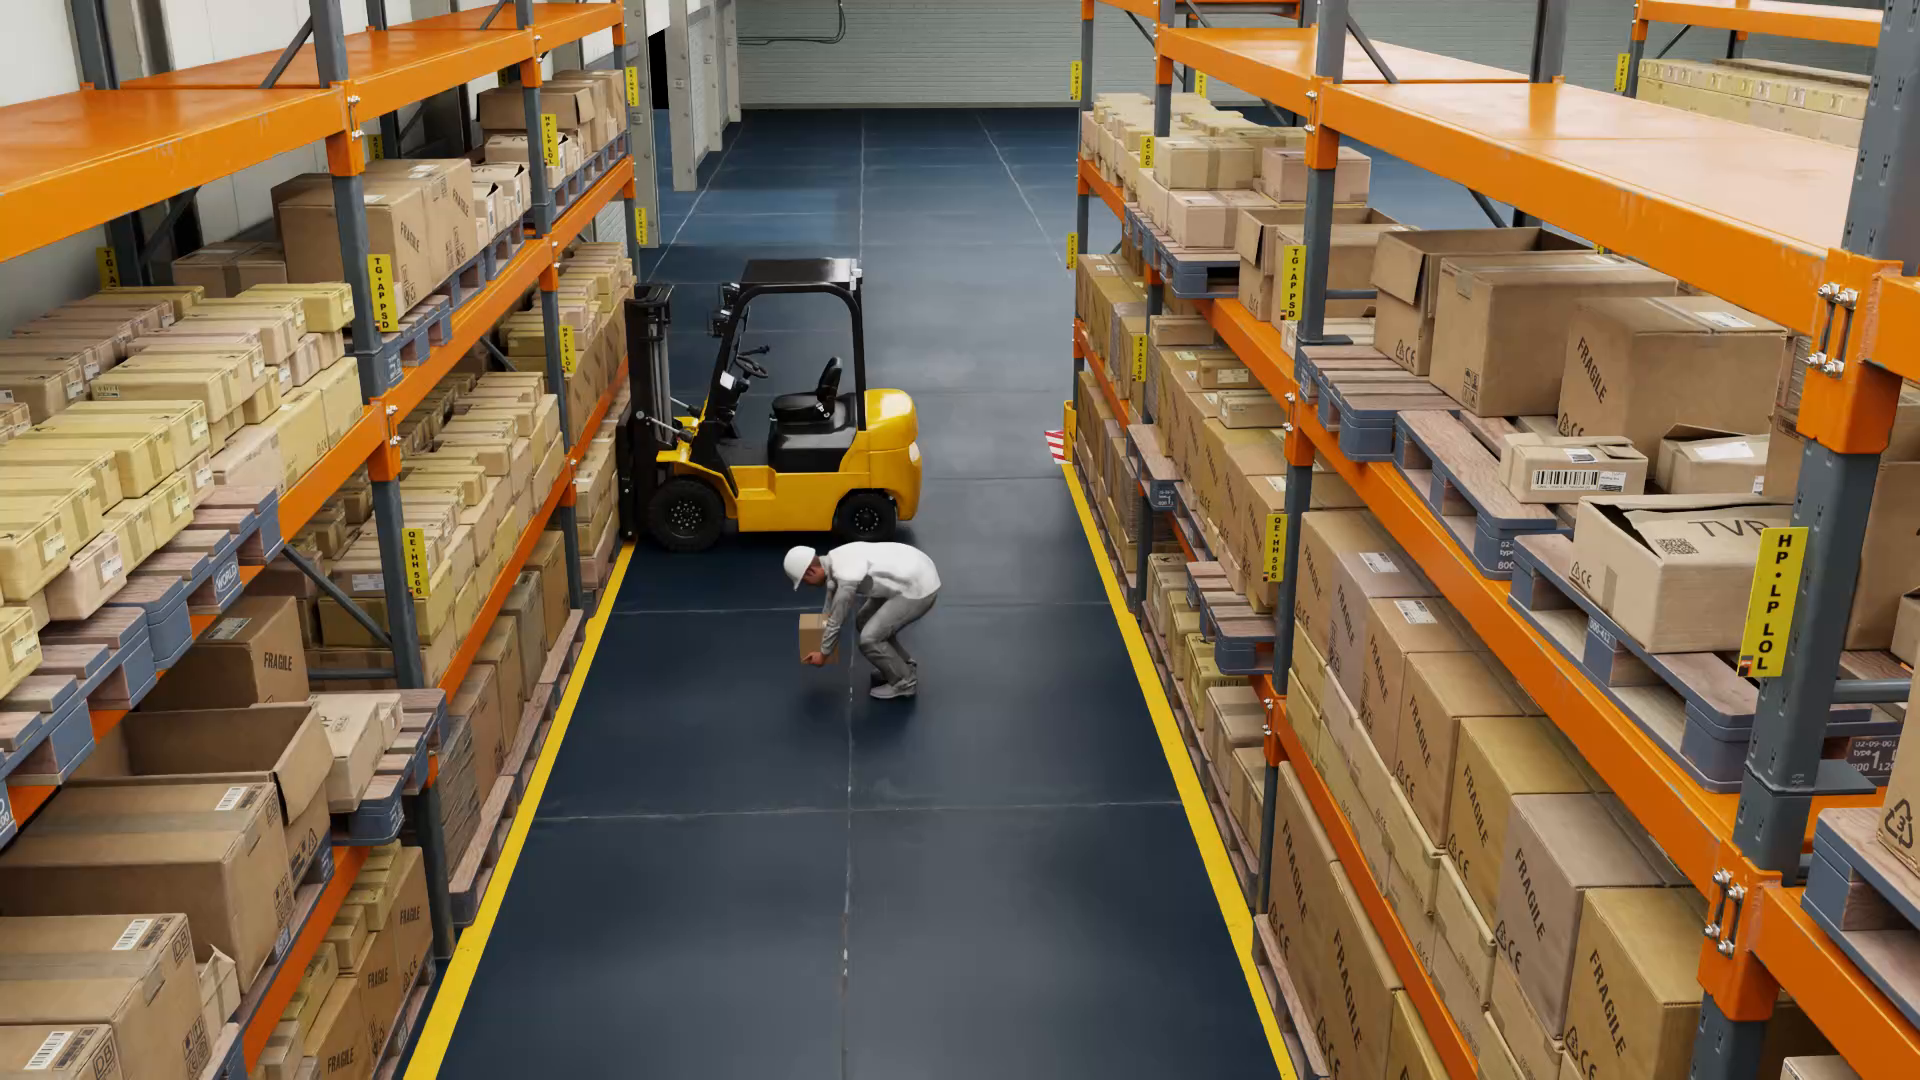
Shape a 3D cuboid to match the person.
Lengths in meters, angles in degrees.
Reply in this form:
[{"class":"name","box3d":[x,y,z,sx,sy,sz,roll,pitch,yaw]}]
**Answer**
[{"class":"person","box3d":[-0.628,0.503,10.776,0.997,1.011,0.515,-2,20,-6]}]
